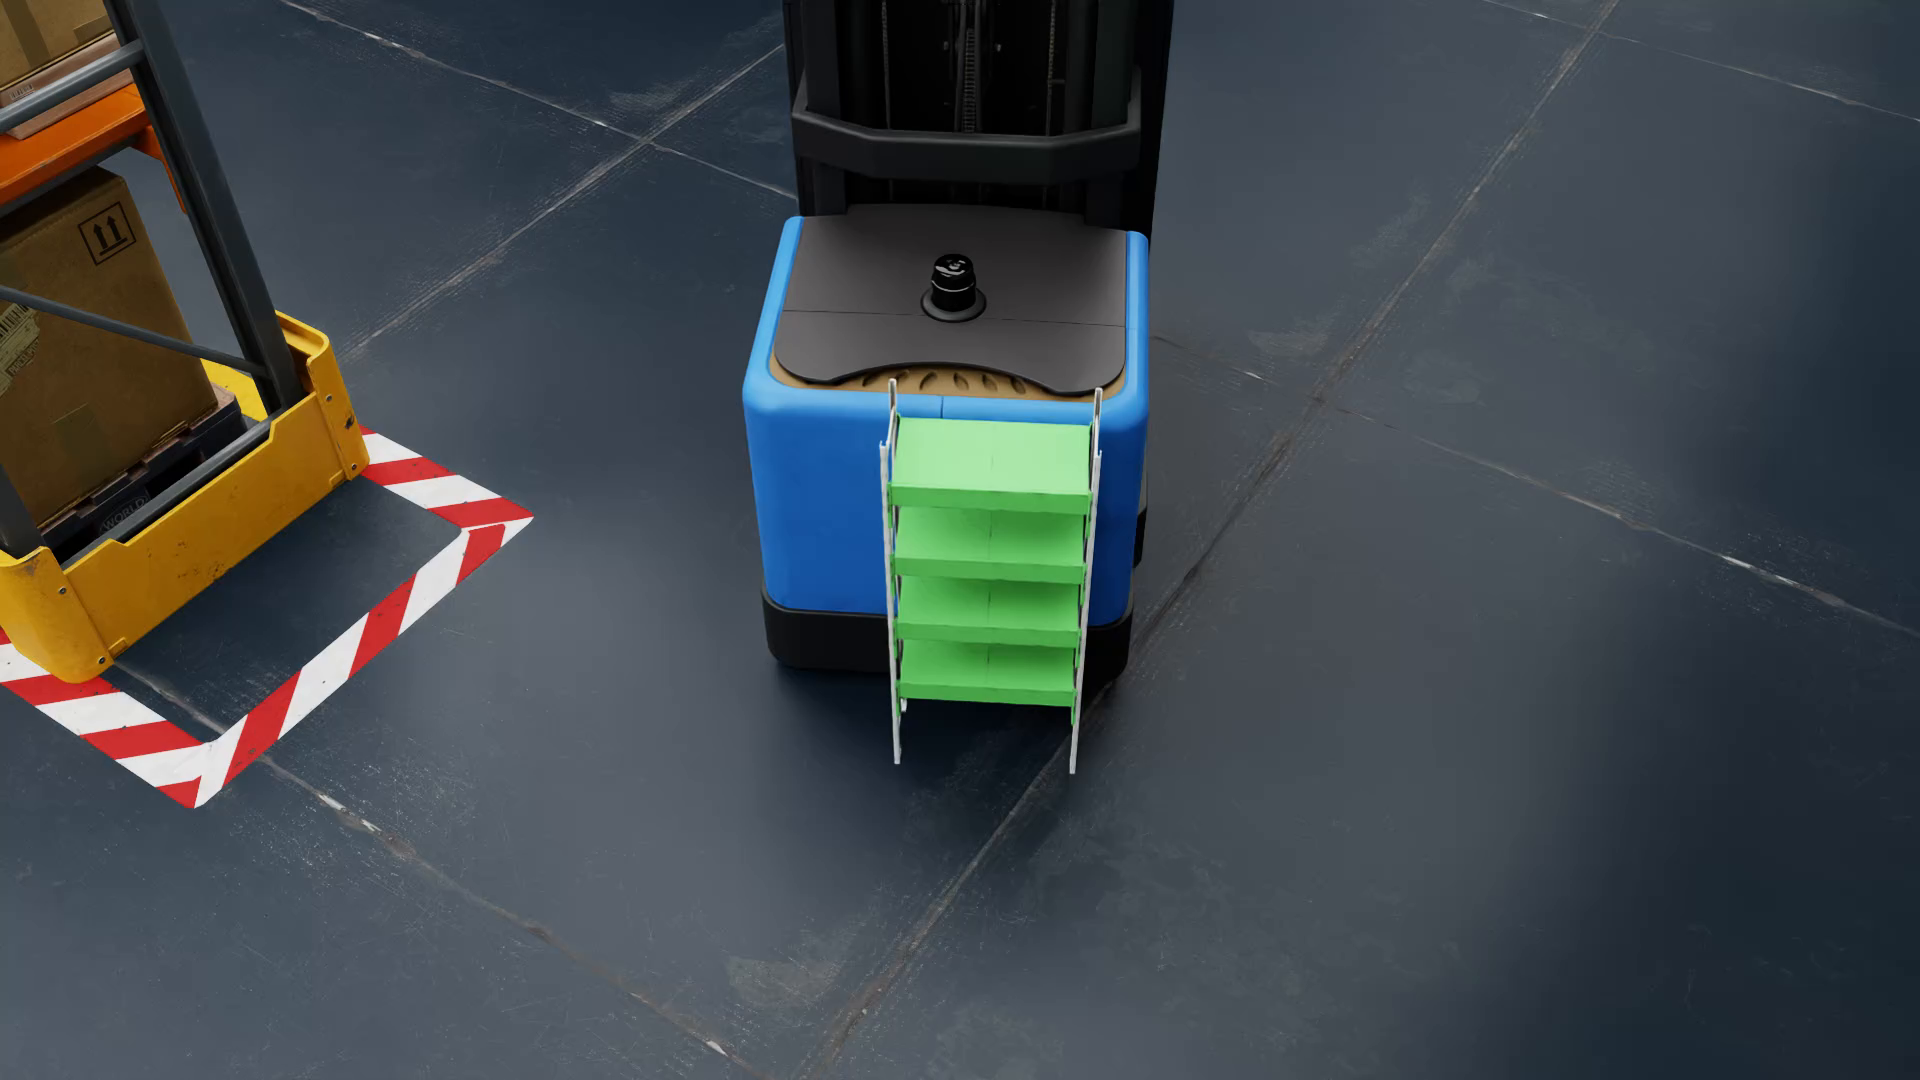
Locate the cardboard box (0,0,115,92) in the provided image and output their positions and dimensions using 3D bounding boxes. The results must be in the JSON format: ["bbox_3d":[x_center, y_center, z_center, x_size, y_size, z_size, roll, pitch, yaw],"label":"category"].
[{"bbox_3d":[-2.666,-1.437,4.452,0.500,0.250,0.500,23,50,21],"label":"cardboard box"}]

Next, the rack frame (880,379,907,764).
[{"bbox_3d":[-0.167,0.122,4.295,0.015,1.200,0.240,3,46,3],"label":"rack frame"}]

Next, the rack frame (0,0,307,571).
[{"bbox_3d":[-2.407,-1.037,4.166,0.127,3.000,1.000,25,51,22],"label":"rack frame"}]

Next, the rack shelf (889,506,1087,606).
[{"bbox_3d":[0.076,0.011,4.157,0.480,0.148,0.258,3,46,3],"label":"rack shelf"}]

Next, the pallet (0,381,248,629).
[{"bbox_3d":[-3.123,-0.327,5.421,1.213,0.211,1.003,25,51,22],"label":"pallet"}]

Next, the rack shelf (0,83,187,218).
[{"bbox_3d":[-4.091,-1.560,5.176,4.000,0.370,1.077,25,51,22],"label":"rack shelf"}]

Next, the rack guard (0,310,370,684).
[{"bbox_3d":[-2.387,-0.156,5.053,0.348,0.500,1.175,25,51,22],"label":"rack guard"}]

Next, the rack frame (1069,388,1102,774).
[{"bbox_3d":[0.320,0.146,4.272,0.015,1.200,0.240,3,46,3],"label":"rack frame"}]

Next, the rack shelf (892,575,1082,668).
[{"bbox_3d":[0.076,0.178,4.329,0.480,0.148,0.258,3,46,3],"label":"rack shelf"}]

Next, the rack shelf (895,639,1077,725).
[{"bbox_3d":[0.076,0.346,4.501,0.480,0.148,0.258,3,46,3],"label":"rack shelf"}]

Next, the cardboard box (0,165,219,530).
[{"bbox_3d":[-2.989,-0.642,4.971,0.875,0.875,0.875,25,51,22],"label":"cardboard box"}]

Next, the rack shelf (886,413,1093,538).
[{"bbox_3d":[0.076,-0.156,3.985,0.480,0.148,0.258,3,46,3],"label":"rack shelf"}]

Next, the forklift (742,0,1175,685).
[{"bbox_3d":[0.068,-1.663,4.822,1.130,2.935,3.031,3,46,3],"label":"forklift"}]

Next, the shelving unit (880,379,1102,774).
[{"bbox_3d":[0.076,0.134,4.283,0.503,1.200,0.258,3,46,3],"label":"shelving unit"}]

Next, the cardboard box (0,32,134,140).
[{"bbox_3d":[-2.528,-1.286,4.583,0.250,0.149,0.380,25,51,23],"label":"cardboard box"}]
